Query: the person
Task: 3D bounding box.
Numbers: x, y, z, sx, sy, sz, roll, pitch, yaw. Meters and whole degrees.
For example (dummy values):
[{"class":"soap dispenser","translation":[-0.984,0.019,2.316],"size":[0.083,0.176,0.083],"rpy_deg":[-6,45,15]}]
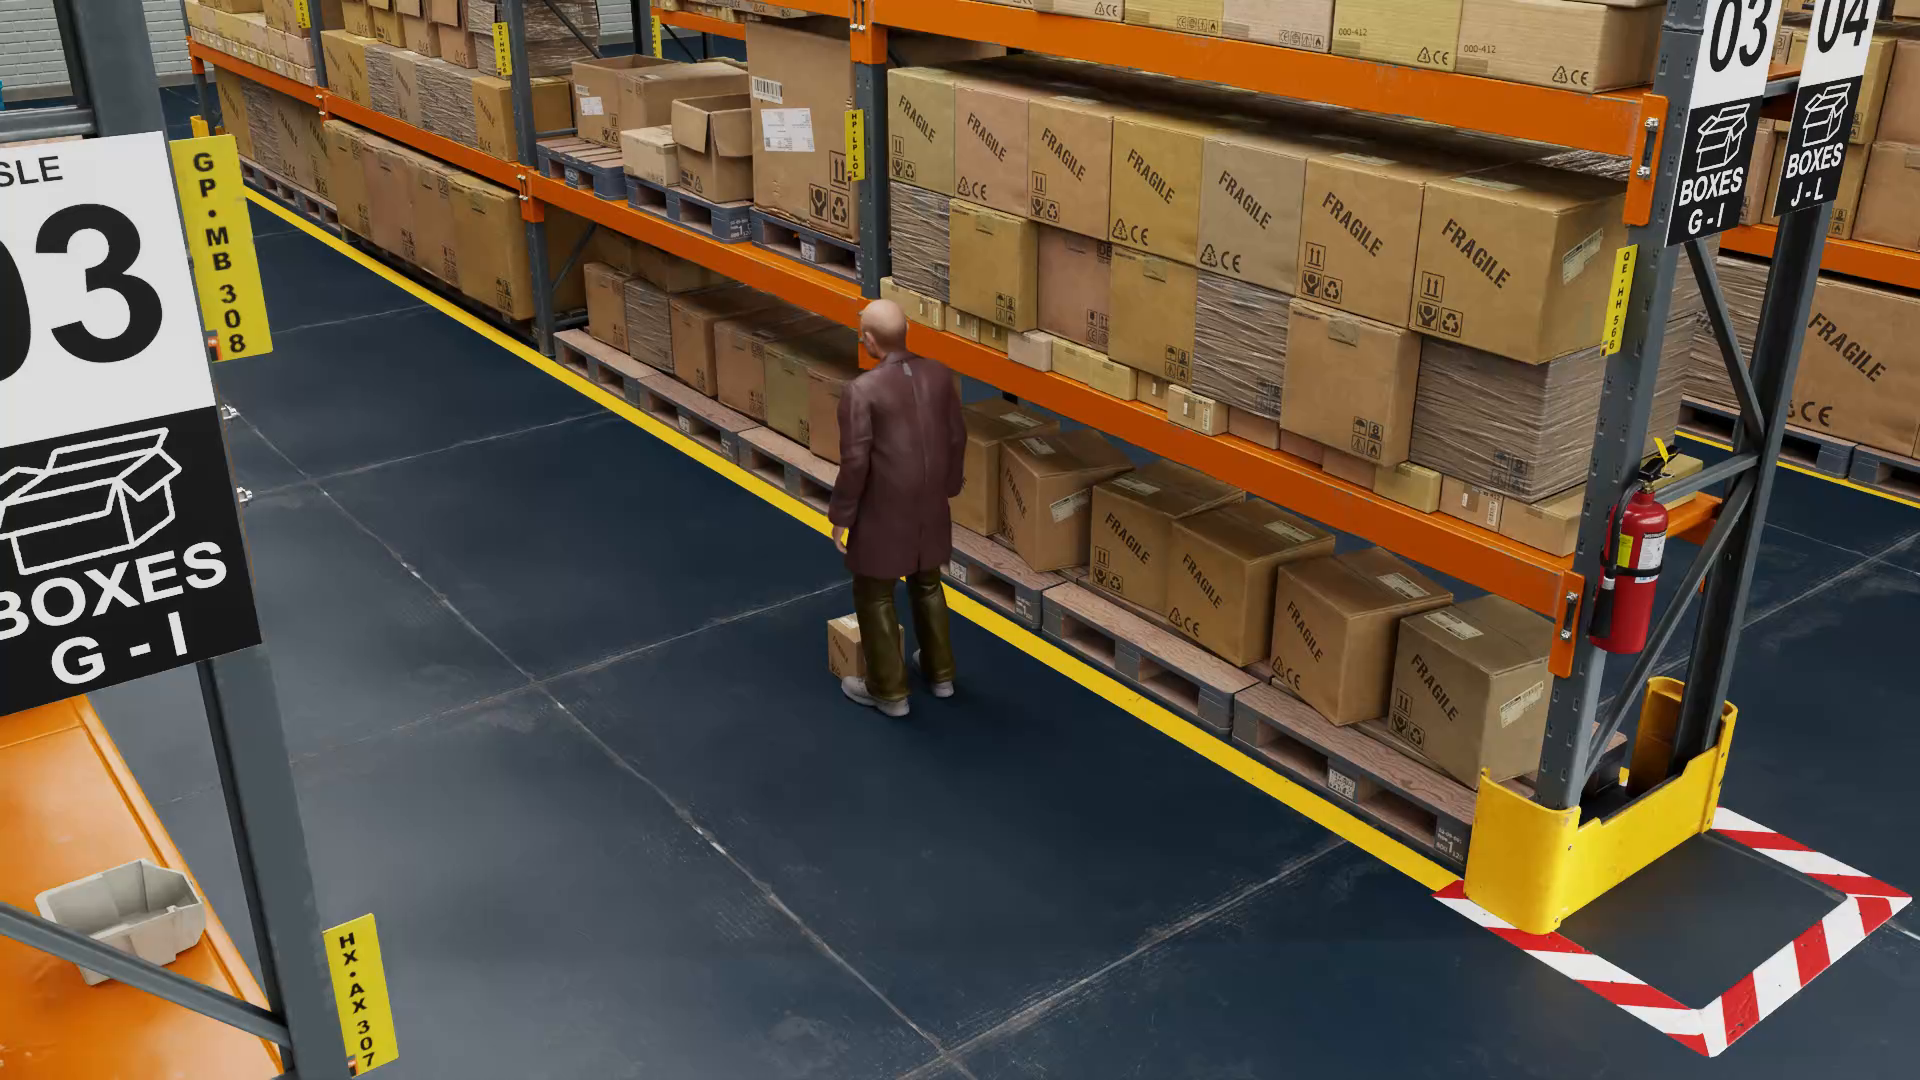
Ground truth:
[{"class":"person","translation":[-0.260,-0.129,6.907],"size":[0.644,1.774,0.425],"rpy_deg":[-17,29,-33]}]
